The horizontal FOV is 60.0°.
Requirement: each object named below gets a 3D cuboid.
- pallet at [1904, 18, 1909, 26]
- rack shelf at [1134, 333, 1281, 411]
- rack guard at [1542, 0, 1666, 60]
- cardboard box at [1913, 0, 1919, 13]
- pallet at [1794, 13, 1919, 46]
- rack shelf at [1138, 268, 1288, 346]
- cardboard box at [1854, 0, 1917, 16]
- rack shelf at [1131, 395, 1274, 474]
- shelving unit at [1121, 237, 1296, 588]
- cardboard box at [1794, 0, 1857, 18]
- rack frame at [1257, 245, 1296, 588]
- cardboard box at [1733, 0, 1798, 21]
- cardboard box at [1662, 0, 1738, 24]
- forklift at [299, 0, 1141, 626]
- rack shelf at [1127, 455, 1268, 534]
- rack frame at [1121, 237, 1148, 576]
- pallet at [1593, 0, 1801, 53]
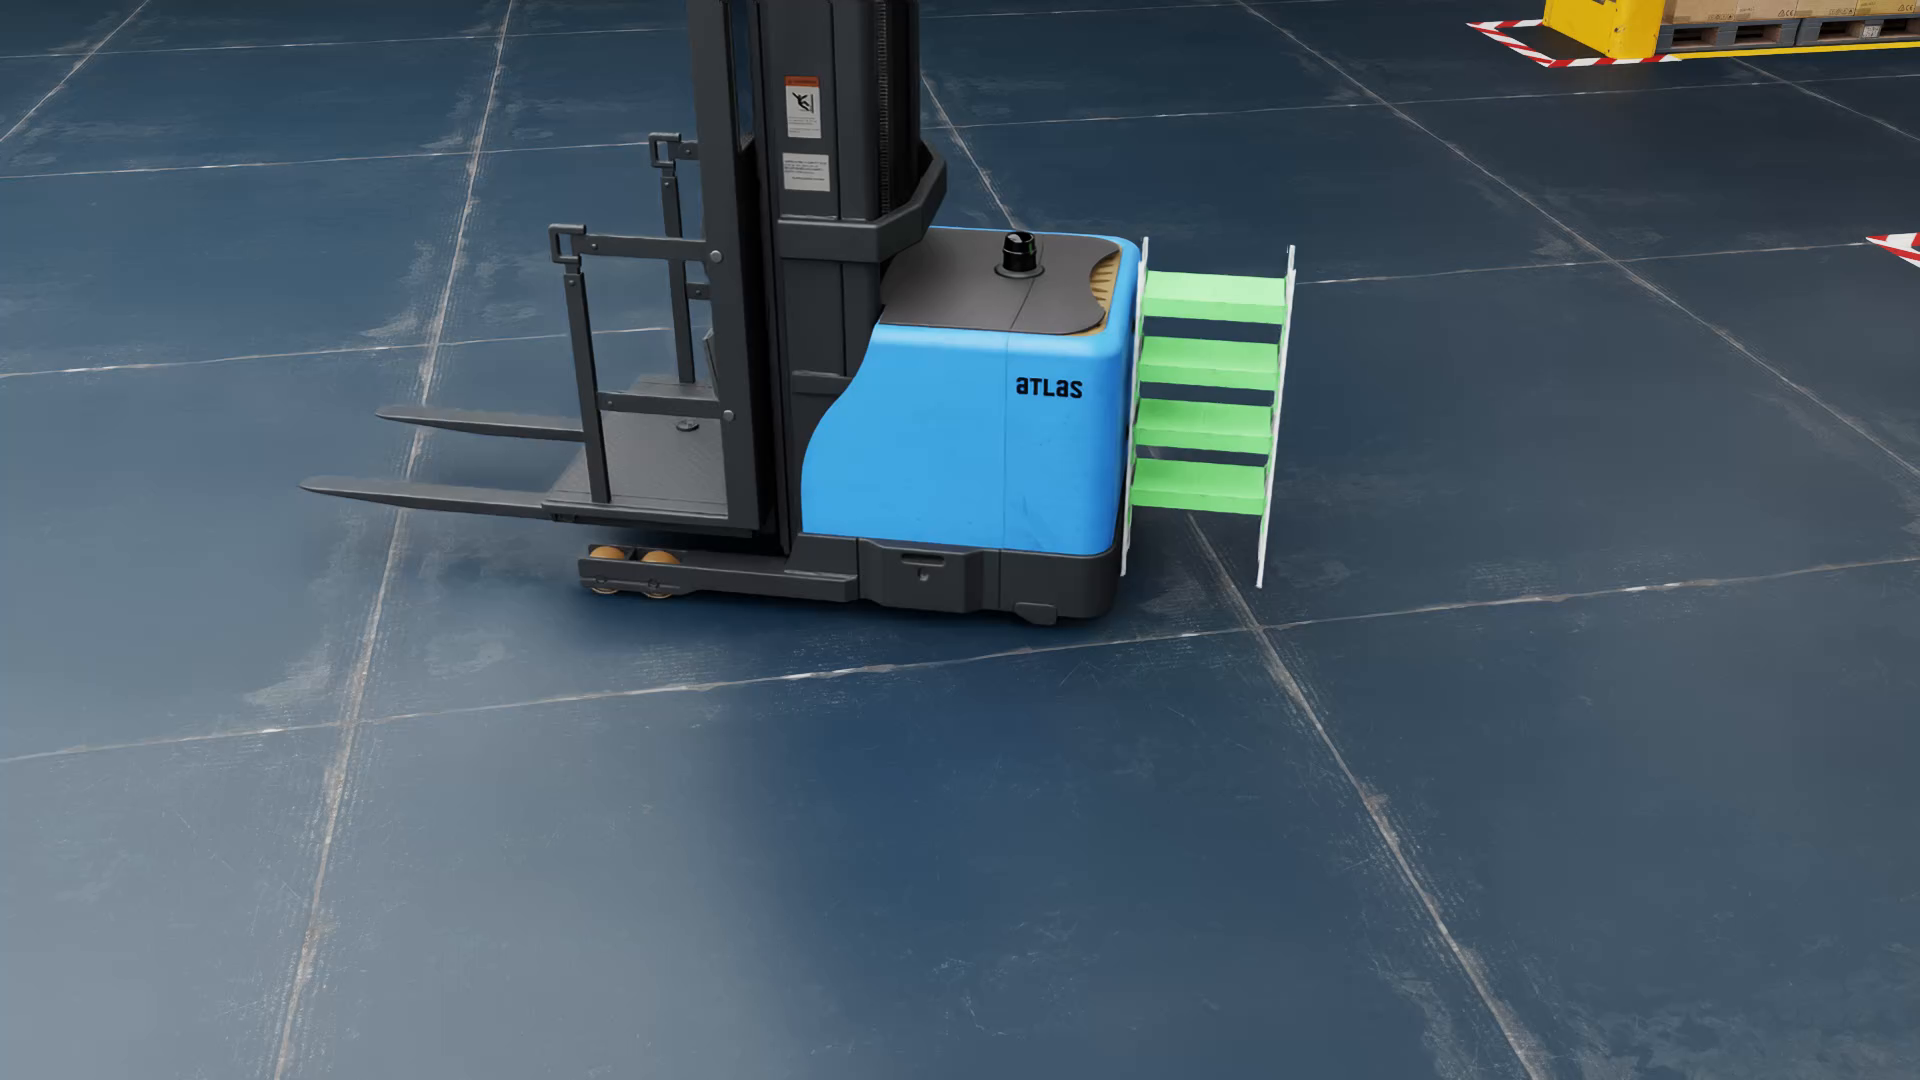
[{"bbox_3d":[8.066,-4.259,13.285,1.213,0.211,1.003,-5,31,-9],"label":"pallet"},{"bbox_3d":[0.851,-0.578,5.703,0.480,0.148,0.258,5,31,8],"label":"rack shelf"},{"bbox_3d":[4.898,-4.068,12.675,0.348,0.500,1.175,-5,31,-9],"label":"rack guard"},{"bbox_3d":[7.456,-4.263,12.840,0.500,0.250,0.500,-5,31,-9],"label":"cardboard box"},{"bbox_3d":[6.864,-4.146,13.092,1.213,0.211,1.003,-5,31,-9],"label":"pallet"},{"bbox_3d":[0.851,-0.785,5.581,0.480,0.148,0.258,5,31,8],"label":"rack shelf"},{"bbox_3d":[6.965,-4.217,12.762,0.500,0.250,0.500,-5,31,-9],"label":"cardboard box"},{"bbox_3d":[0.851,-0.372,5.824,0.480,0.148,0.258,5,31,8],"label":"rack shelf"},{"bbox_3d":[0.851,-0.427,5.792,0.503,1.200,0.258,5,31,8],"label":"shelving unit"},{"bbox_3d":[6.472,-4.174,12.688,0.500,0.250,0.500,-5,31,-9],"label":"cardboard box"},{"bbox_3d":[1.092,-0.407,5.758,0.015,1.200,0.240,5,31,8],"label":"rack frame"},{"bbox_3d":[5.980,-4.129,12.611,0.500,0.250,0.500,-5,31,-9],"label":"cardboard box"},{"bbox_3d":[5.489,-4.081,12.530,0.500,0.250,0.500,-5,31,-9],"label":"cardboard box"},{"bbox_3d":[-0.901,-1.314,5.592,3.031,2.935,1.130,5,31,8],"label":"forklift"},{"bbox_3d":[0.851,-0.165,5.946,0.480,0.148,0.258,5,31,8],"label":"rack shelf"},{"bbox_3d":[0.610,-0.447,5.826,0.015,1.200,0.240,5,31,8],"label":"rack frame"},{"bbox_3d":[5.666,-4.036,12.906,1.213,0.211,1.003,-5,31,-9],"label":"pallet"}]
